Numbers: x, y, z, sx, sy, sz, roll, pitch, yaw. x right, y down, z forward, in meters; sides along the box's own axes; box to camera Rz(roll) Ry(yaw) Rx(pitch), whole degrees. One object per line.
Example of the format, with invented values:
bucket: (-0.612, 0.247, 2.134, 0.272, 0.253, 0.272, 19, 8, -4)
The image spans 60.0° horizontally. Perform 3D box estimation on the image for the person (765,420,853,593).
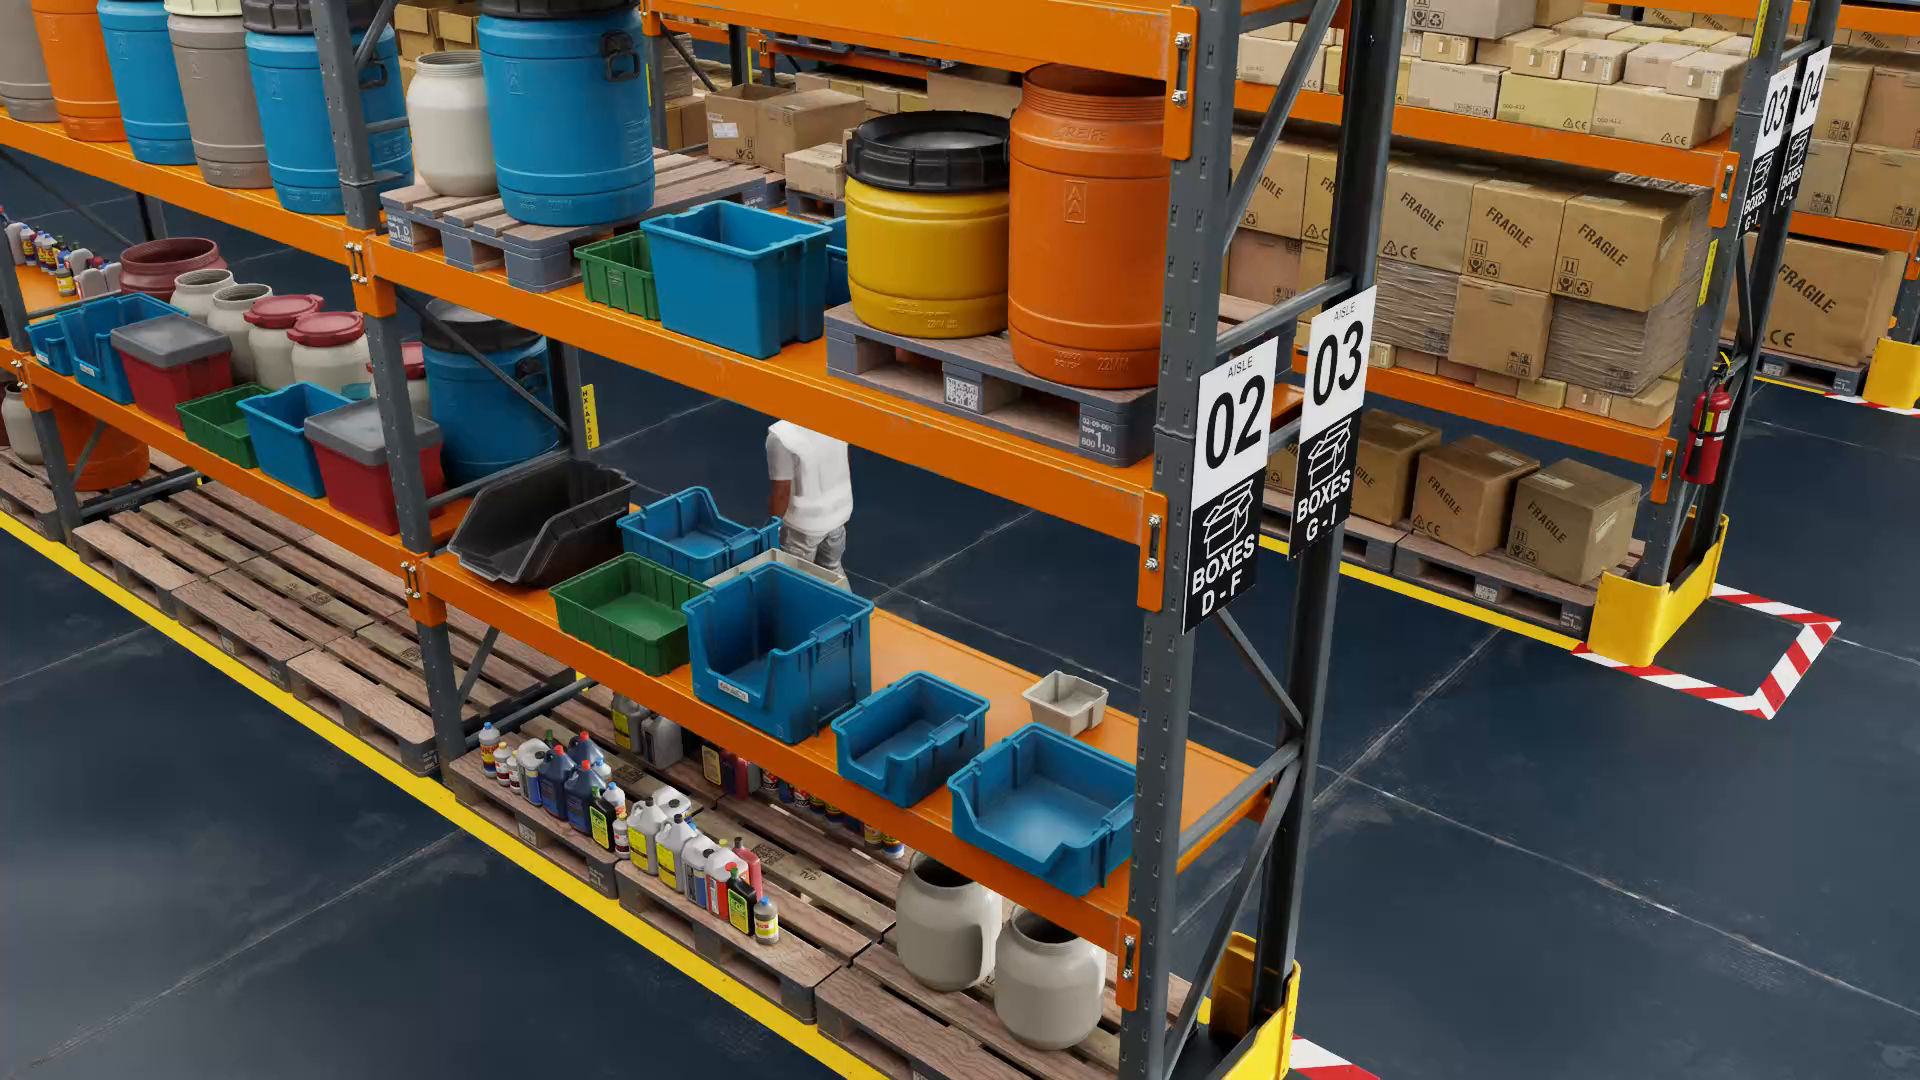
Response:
person: (-0.821, -0.143, 8.886, 0.451, 1.773, 0.626, 18, 32, 32)
